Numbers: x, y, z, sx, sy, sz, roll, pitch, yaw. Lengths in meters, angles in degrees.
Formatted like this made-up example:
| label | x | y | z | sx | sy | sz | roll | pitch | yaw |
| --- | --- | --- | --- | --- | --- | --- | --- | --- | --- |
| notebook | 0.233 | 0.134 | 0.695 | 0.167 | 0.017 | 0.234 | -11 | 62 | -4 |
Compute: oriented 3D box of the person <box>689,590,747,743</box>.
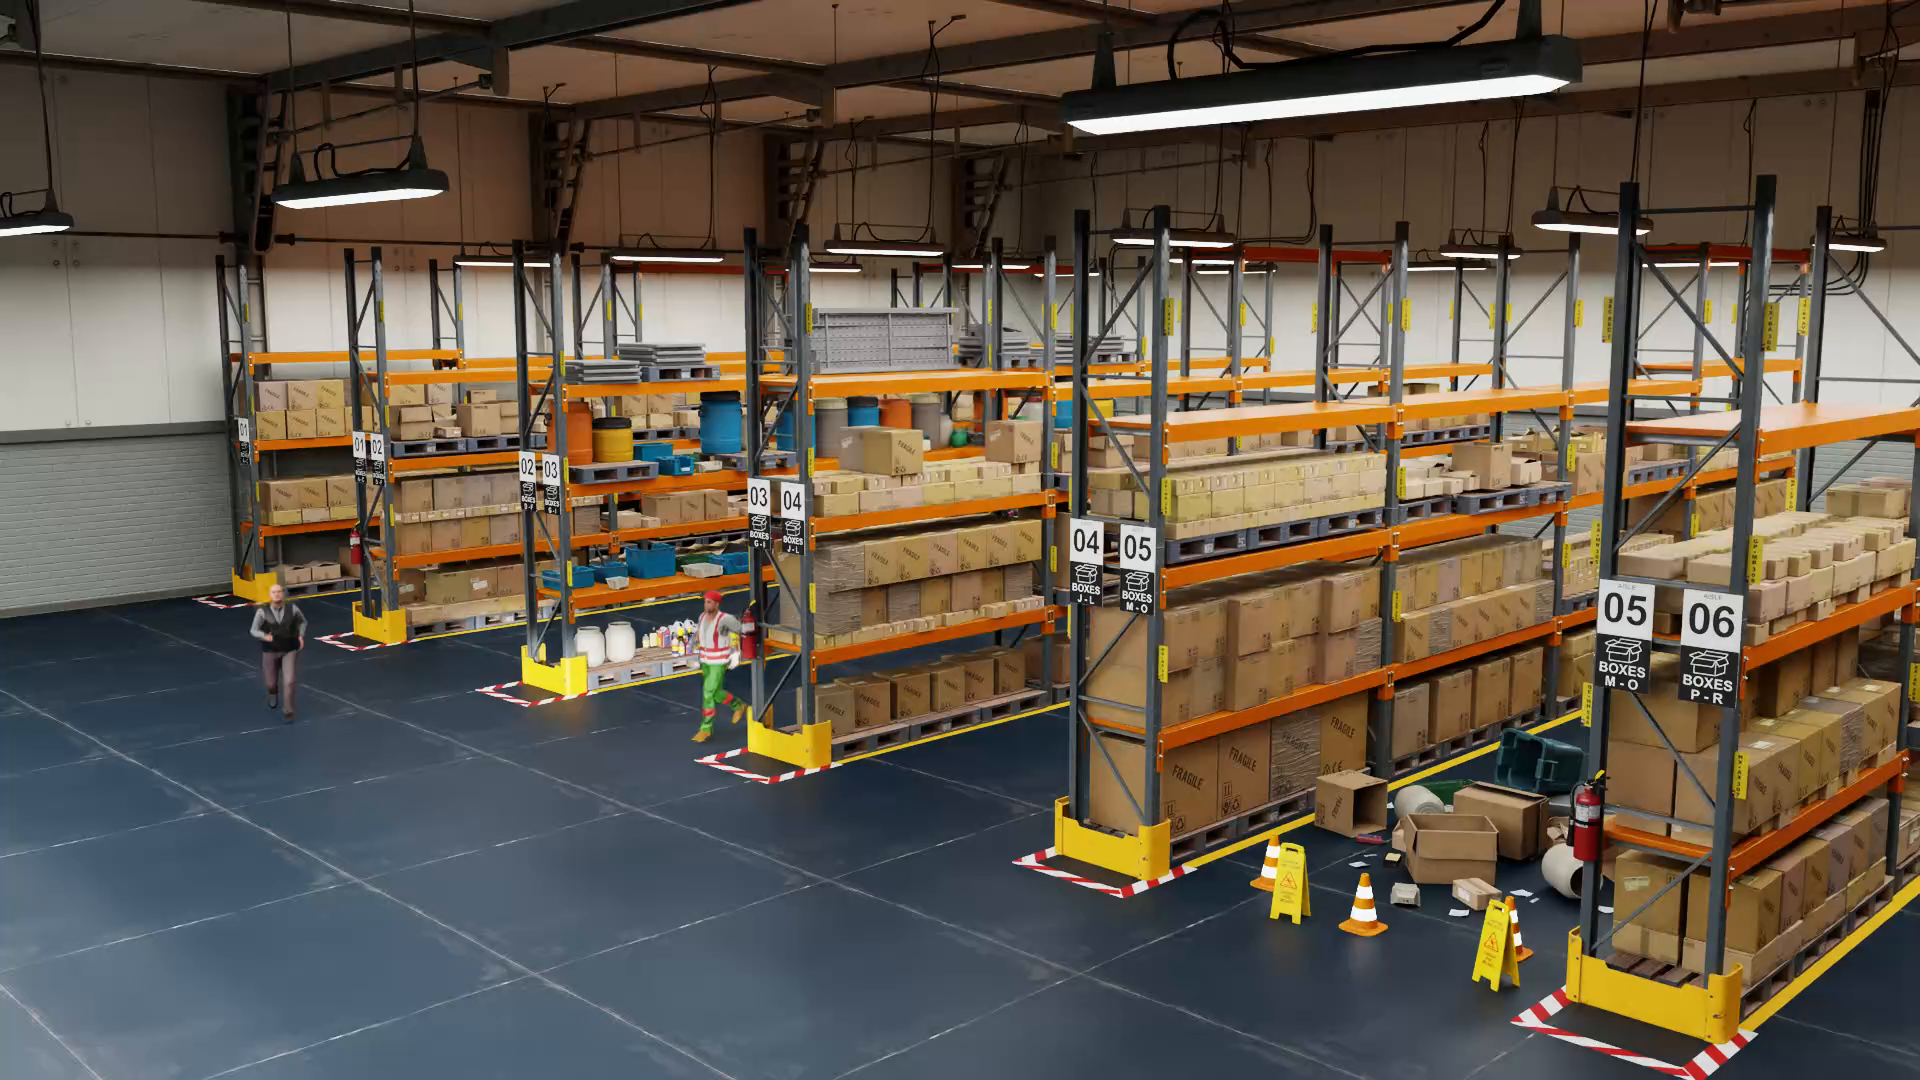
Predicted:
| label | x | y | z | sx | sy | sz | roll | pitch | yaw |
| --- | --- | --- | --- | --- | --- | --- | --- | --- | --- |
| person | -2.921 | 1.471 | 19.973 | 0.694 | 1.783 | 0.915 | 7 | 11 | 41 |

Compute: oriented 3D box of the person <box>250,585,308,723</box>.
| label | x | y | z | sx | sy | sz | roll | pitch | yaw |
| --- | --- | --- | --- | --- | --- | --- | --- | --- | --- |
| person | -8.479 | 1.399 | 20.764 | 0.673 | 1.689 | 0.825 | -4 | 9 | -24 |
